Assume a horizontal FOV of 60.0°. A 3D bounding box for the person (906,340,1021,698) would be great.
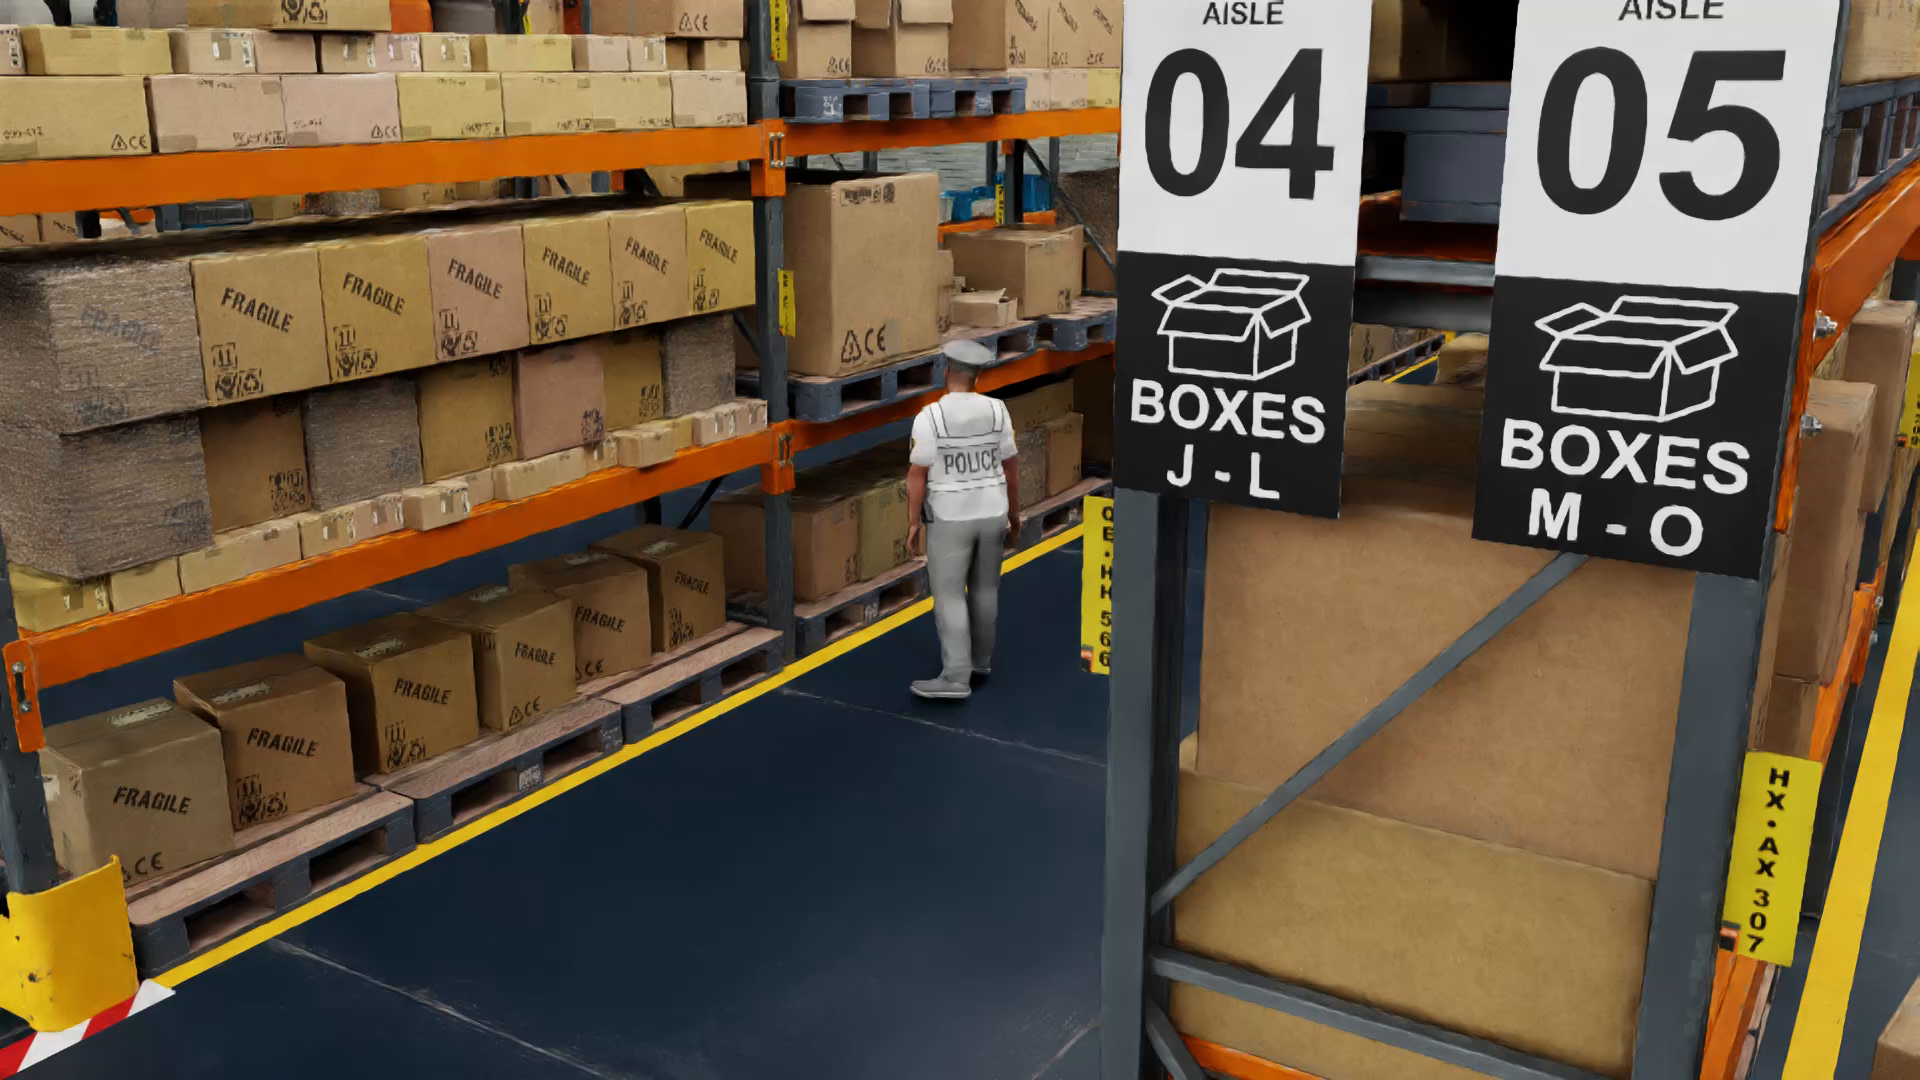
[{"bbox_3d":[0.005,-0.123,8.356,0.638,1.755,0.577,-9,18,-27],"label":"person"}]
